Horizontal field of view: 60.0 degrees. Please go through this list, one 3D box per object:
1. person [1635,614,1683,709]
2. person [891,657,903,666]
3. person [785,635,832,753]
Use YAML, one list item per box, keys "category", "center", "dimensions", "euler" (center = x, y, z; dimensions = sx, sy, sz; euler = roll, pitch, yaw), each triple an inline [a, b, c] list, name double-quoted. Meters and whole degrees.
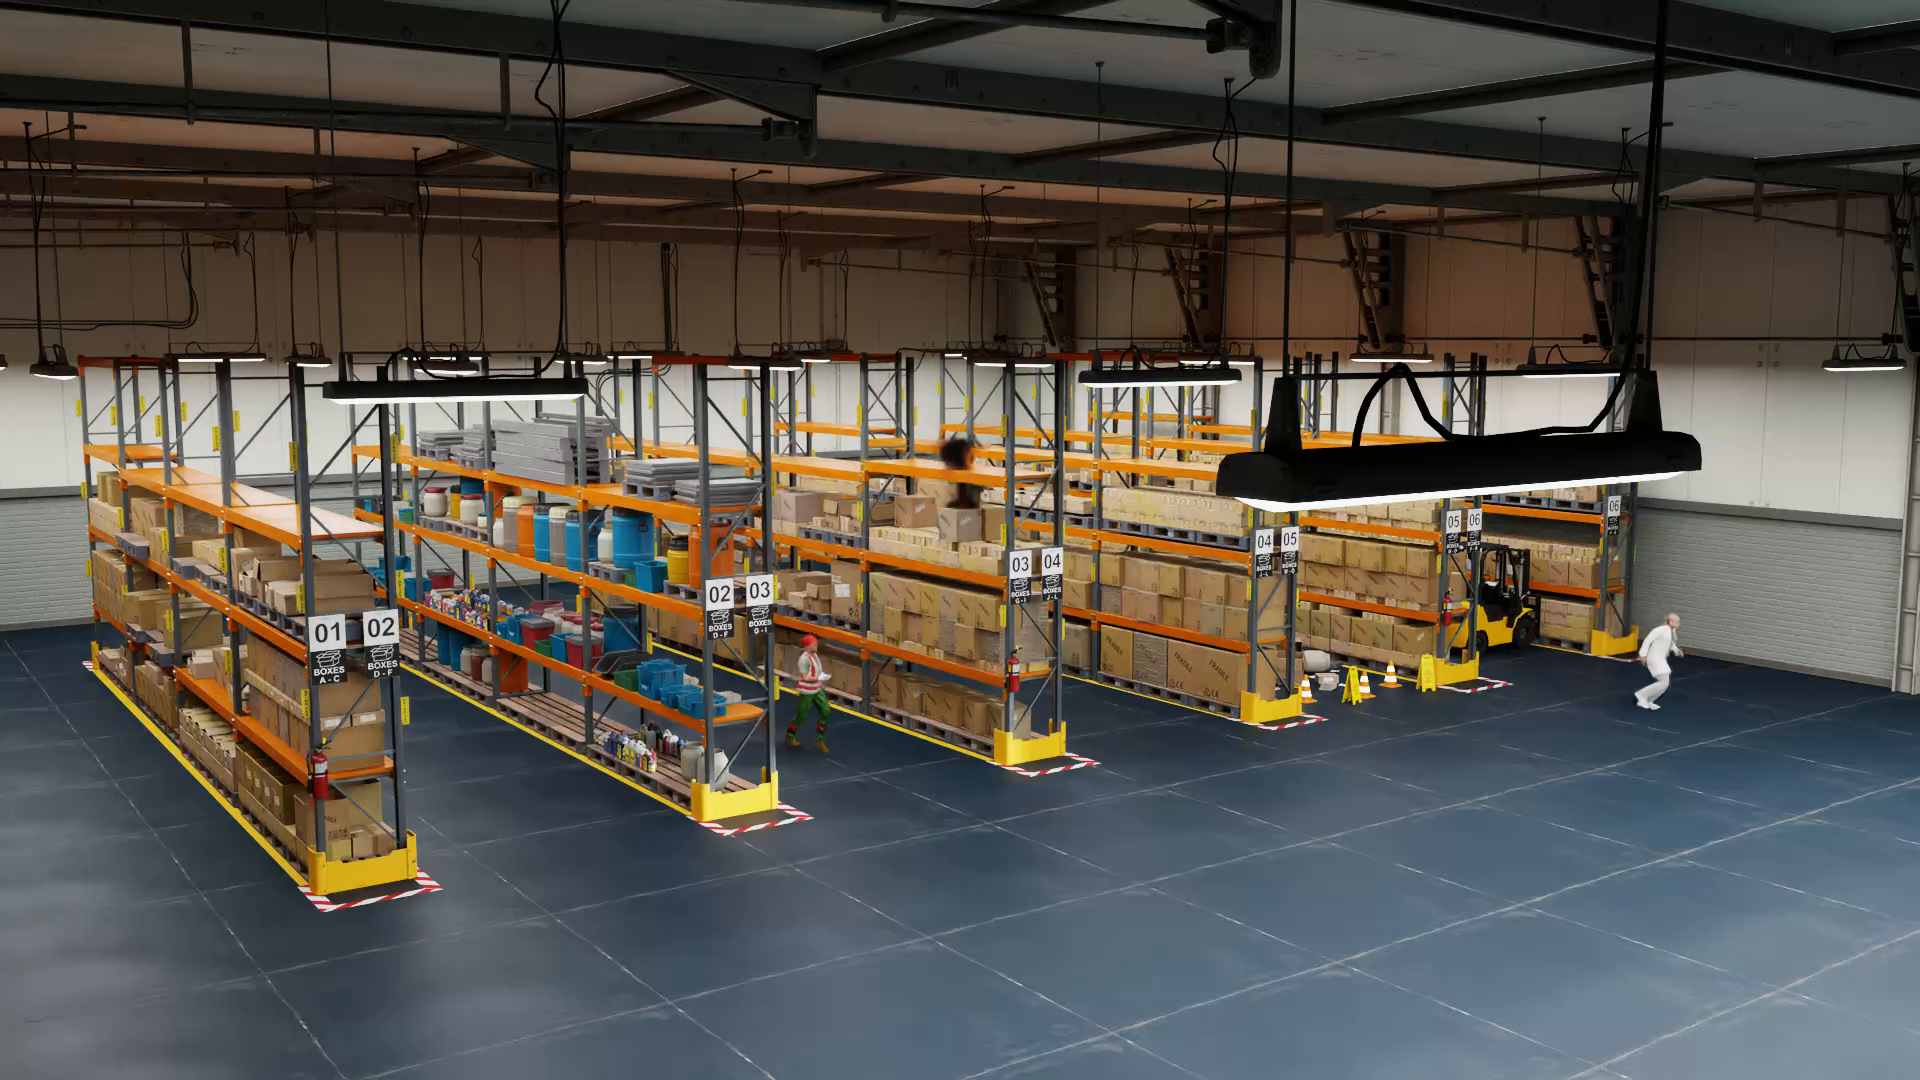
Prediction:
- category: "person"
  center: [11.989, 2.073, 28.437]
  dimensions: [0.718, 1.649, 0.735]
  euler: [5, 9, 36]
- category: "person"
  center: [-1.094, 1.554, 32.139]
  dimensions: [0.662, 1.765, 0.686]
  euler: [-7, 10, -43]
- category: "person"
  center: [-2.294, 2.358, 25.479]
  dimensions: [0.864, 1.842, 0.638]
  euler: [4, 8, 29]
